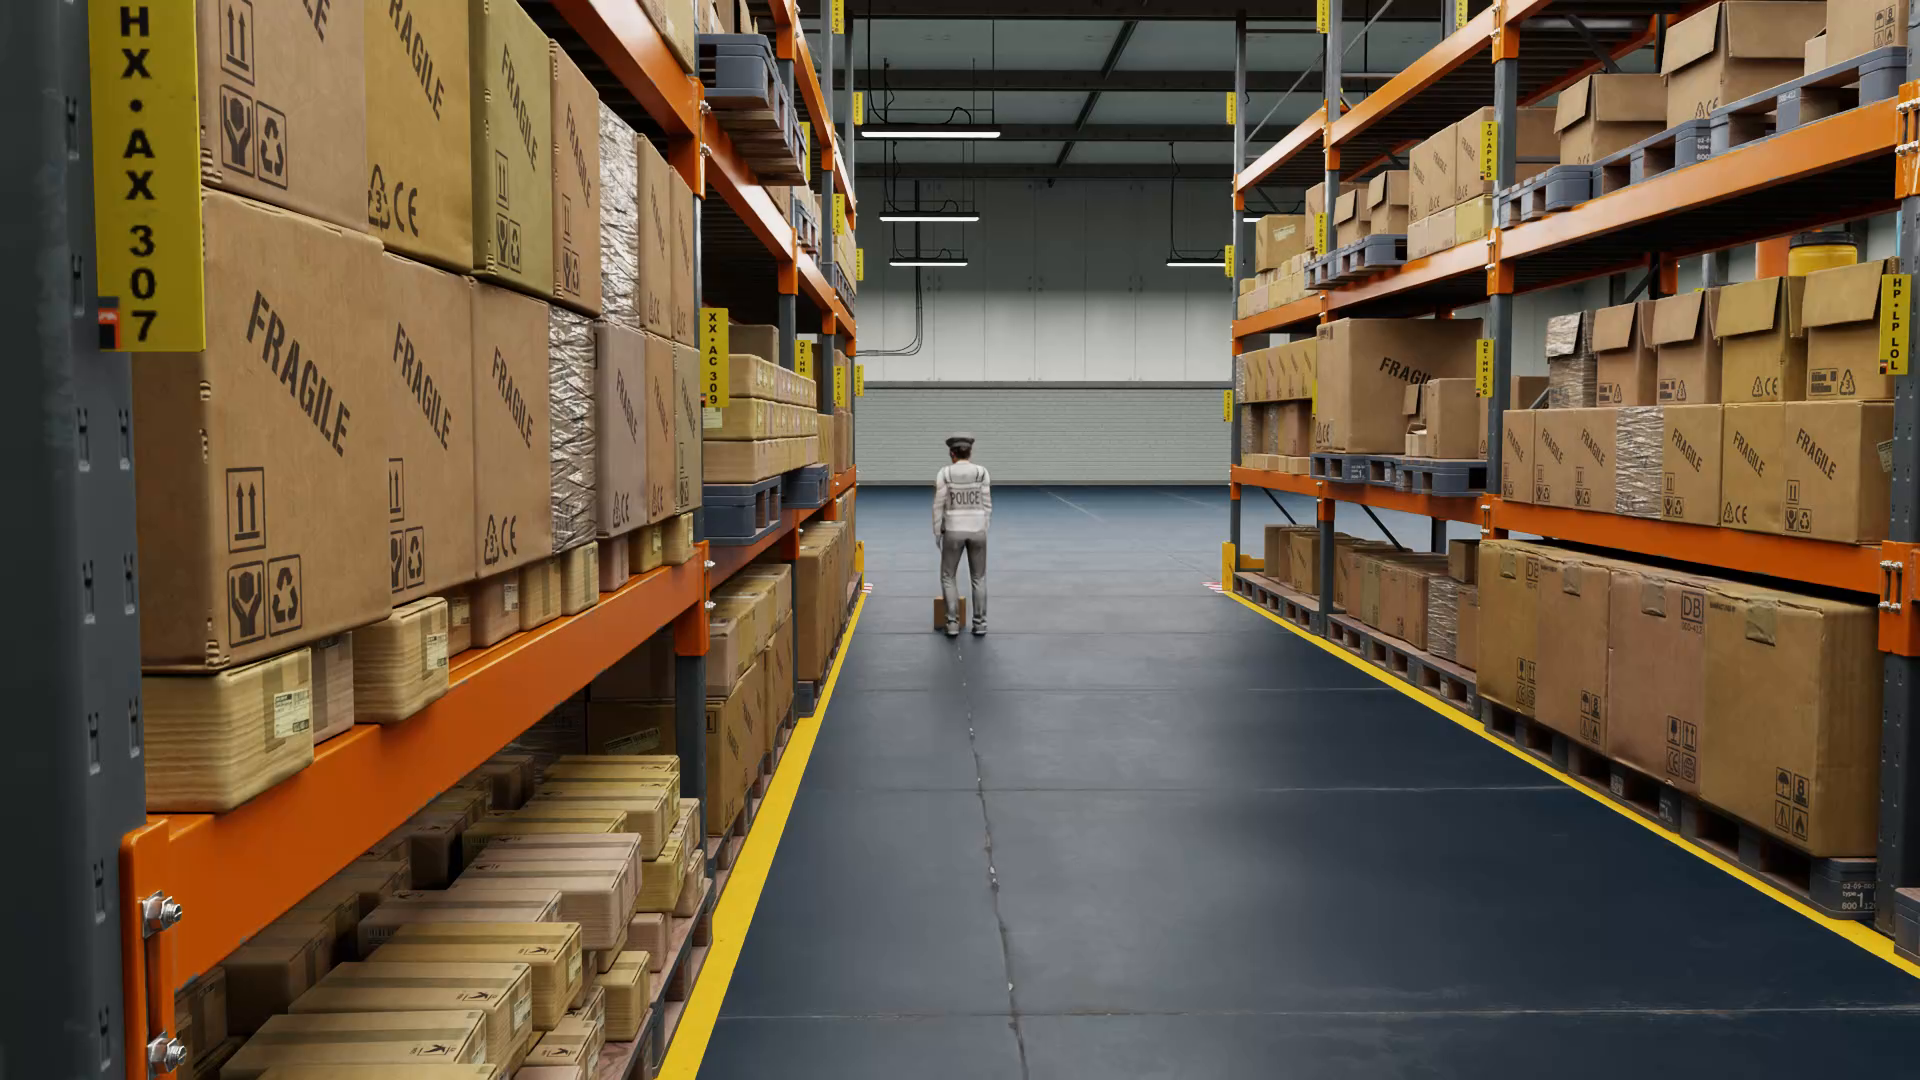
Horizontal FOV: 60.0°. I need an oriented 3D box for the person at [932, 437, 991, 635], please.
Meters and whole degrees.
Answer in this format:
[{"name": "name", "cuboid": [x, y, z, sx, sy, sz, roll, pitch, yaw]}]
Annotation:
[{"name": "person", "cuboid": [0.012, -0.031, 13.707, 0.492, 1.641, 0.412, 0, 4, -7]}]
